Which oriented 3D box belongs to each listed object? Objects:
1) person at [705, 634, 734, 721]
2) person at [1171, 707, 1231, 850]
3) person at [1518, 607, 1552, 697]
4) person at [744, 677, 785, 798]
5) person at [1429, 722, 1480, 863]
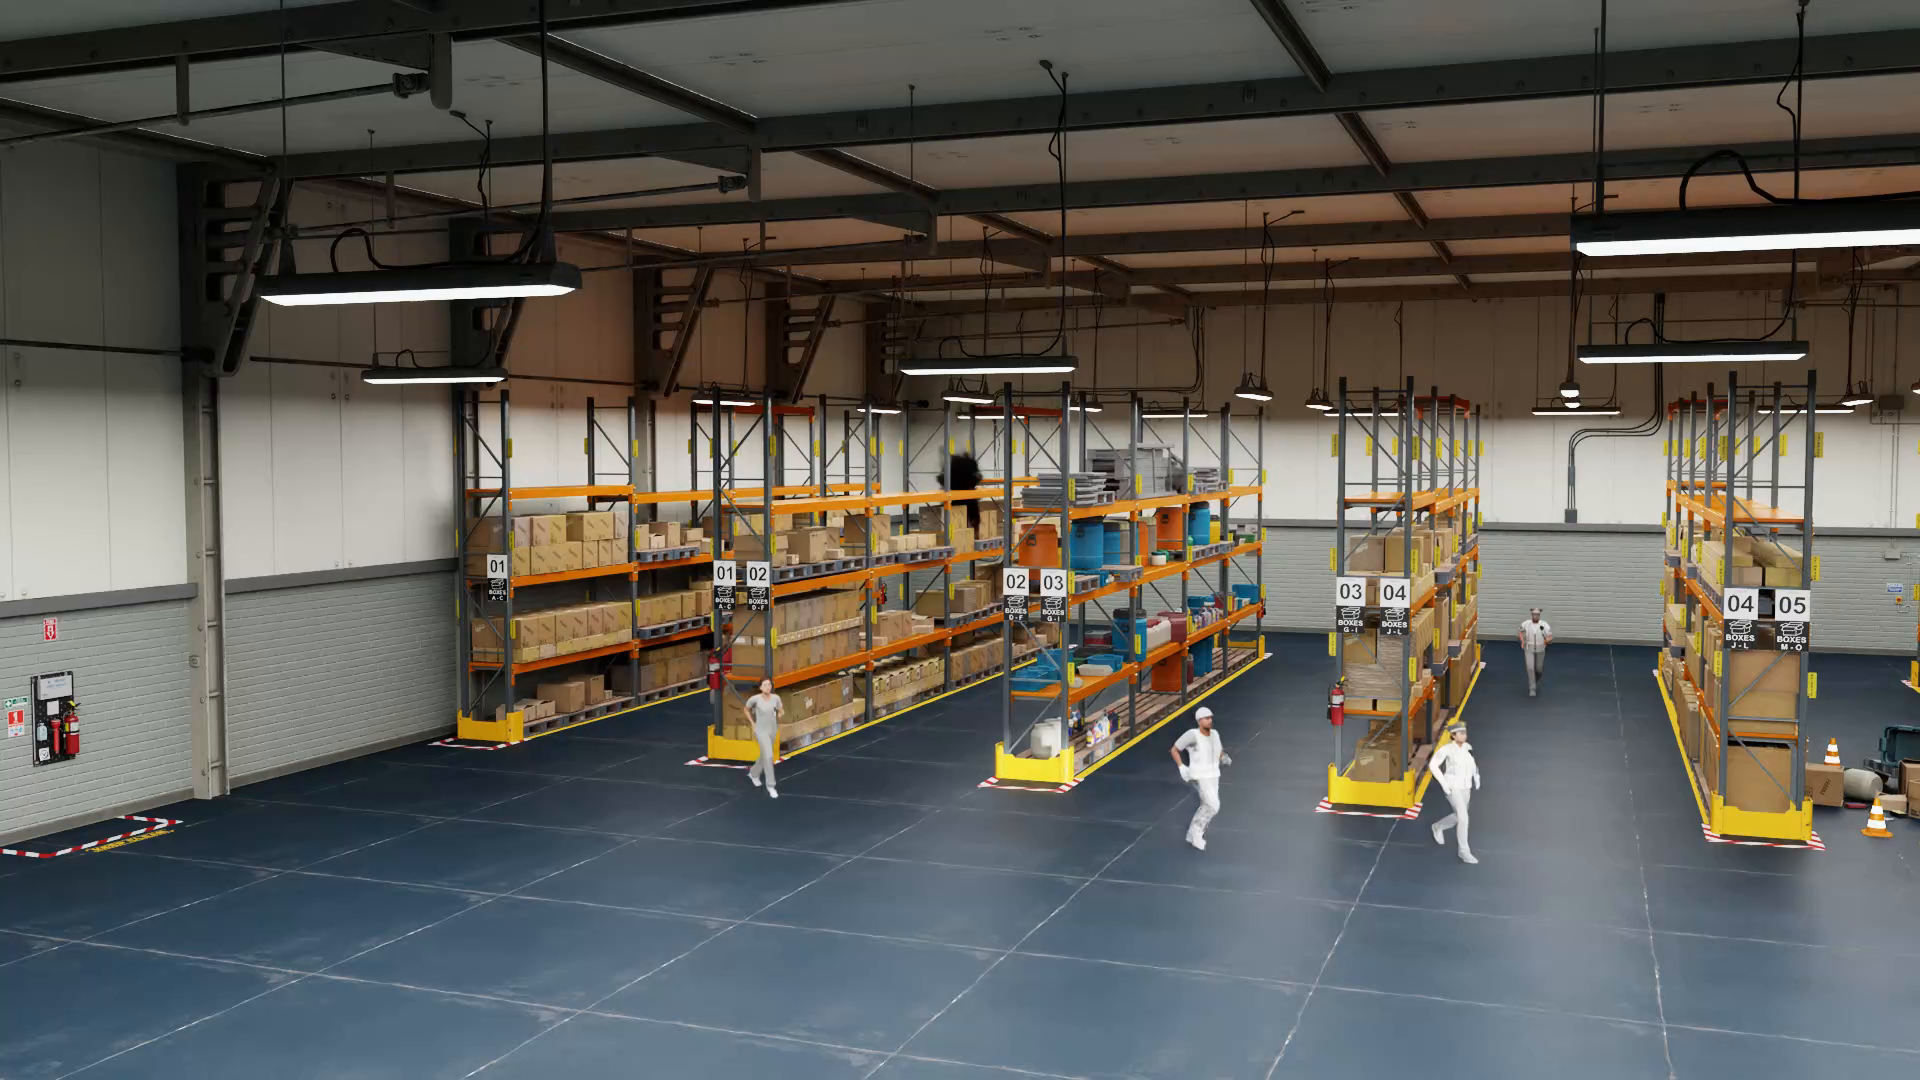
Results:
[{"bbox_3d":[-4.253,2.525,29.659,0.657,1.683,0.586,0,3,2],"label":"person"},{"bbox_3d":[3.069,2.969,20.708,0.662,1.764,0.683,-3,4,-42],"label":"person"},{"bbox_3d":[11.720,2.257,33.903,0.664,1.790,0.950,1,3,17],"label":"person"},{"bbox_3d":[-2.819,2.832,24.200,0.549,1.702,0.874,-2,4,-35],"label":"person"},{"bbox_3d":[6.066,3.051,20.412,0.632,1.694,0.818,-2,4,-28],"label":"person"}]
